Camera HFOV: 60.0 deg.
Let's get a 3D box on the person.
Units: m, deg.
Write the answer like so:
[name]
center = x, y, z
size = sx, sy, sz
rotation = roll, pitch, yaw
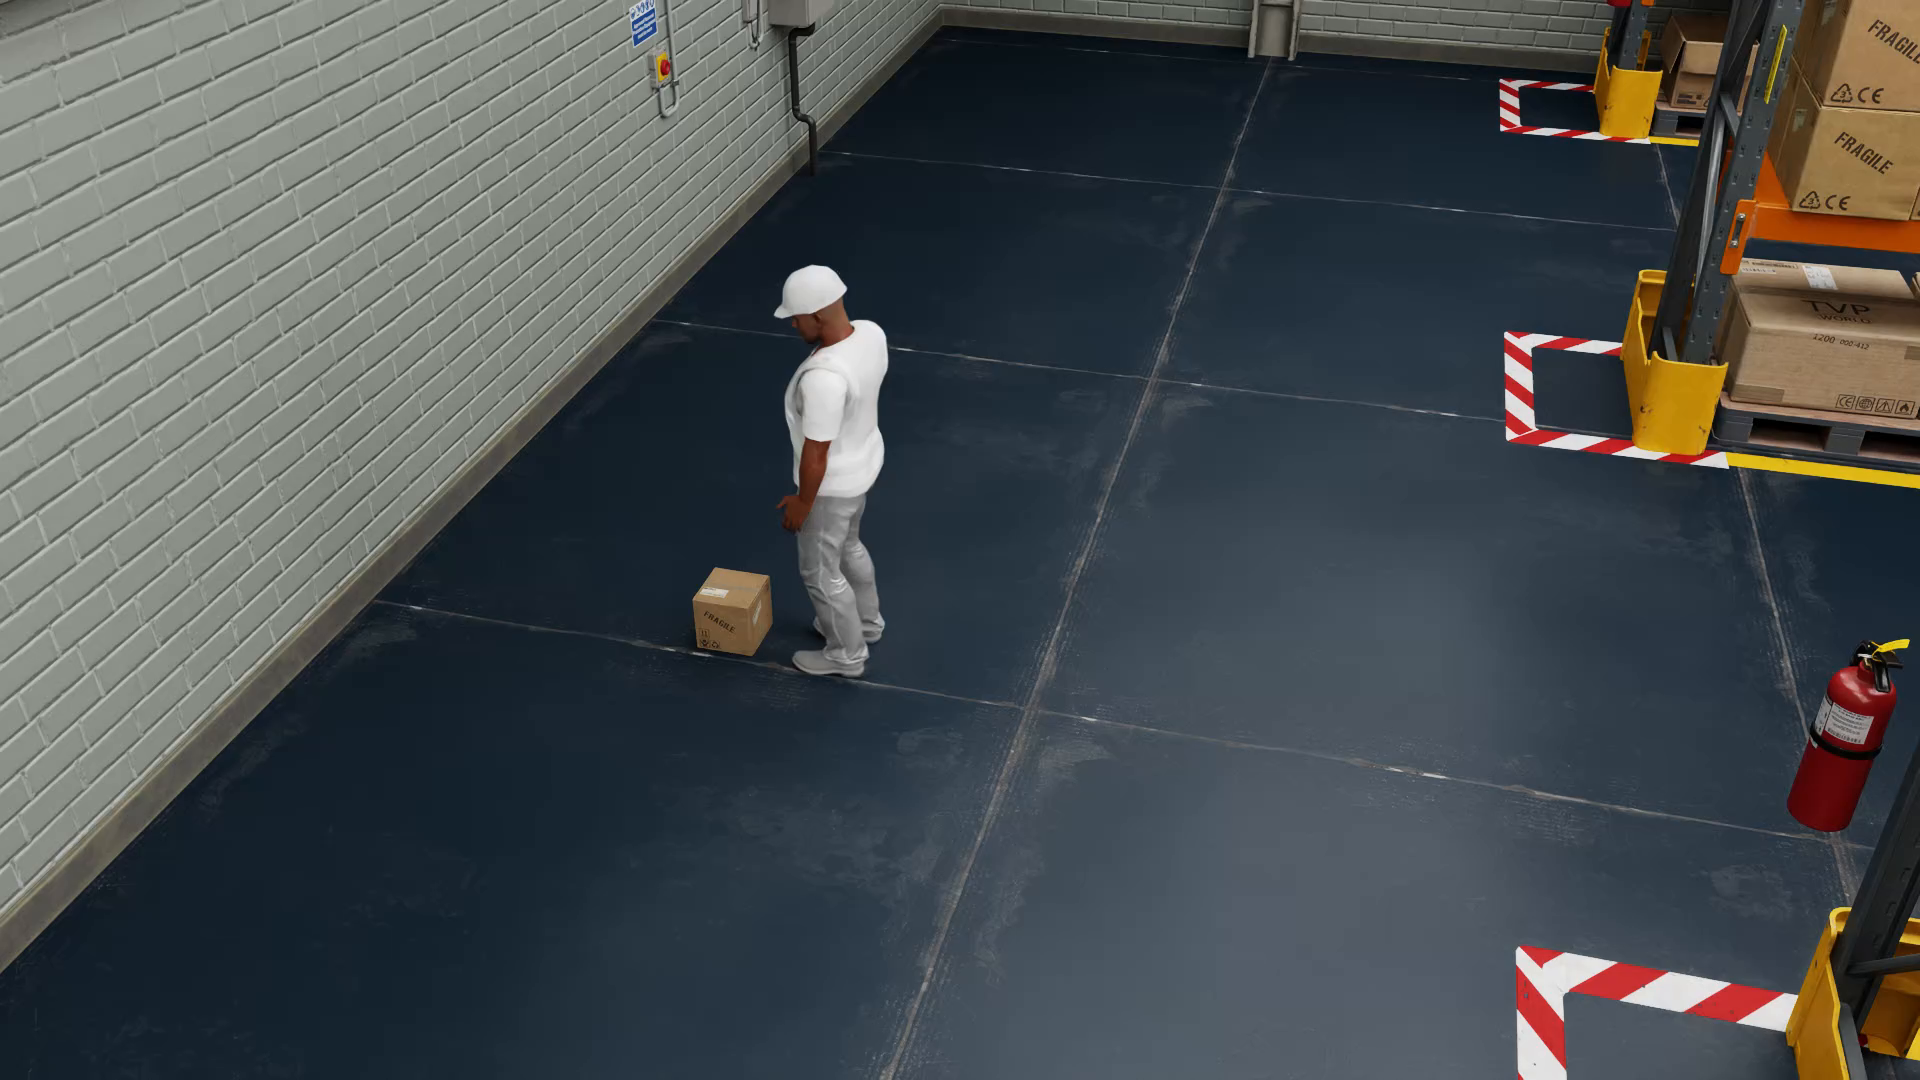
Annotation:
[person]
center = -0.499, -0.254, 6.522
size = 0.379, 1.753, 0.571
rotation = 9, 34, 13
